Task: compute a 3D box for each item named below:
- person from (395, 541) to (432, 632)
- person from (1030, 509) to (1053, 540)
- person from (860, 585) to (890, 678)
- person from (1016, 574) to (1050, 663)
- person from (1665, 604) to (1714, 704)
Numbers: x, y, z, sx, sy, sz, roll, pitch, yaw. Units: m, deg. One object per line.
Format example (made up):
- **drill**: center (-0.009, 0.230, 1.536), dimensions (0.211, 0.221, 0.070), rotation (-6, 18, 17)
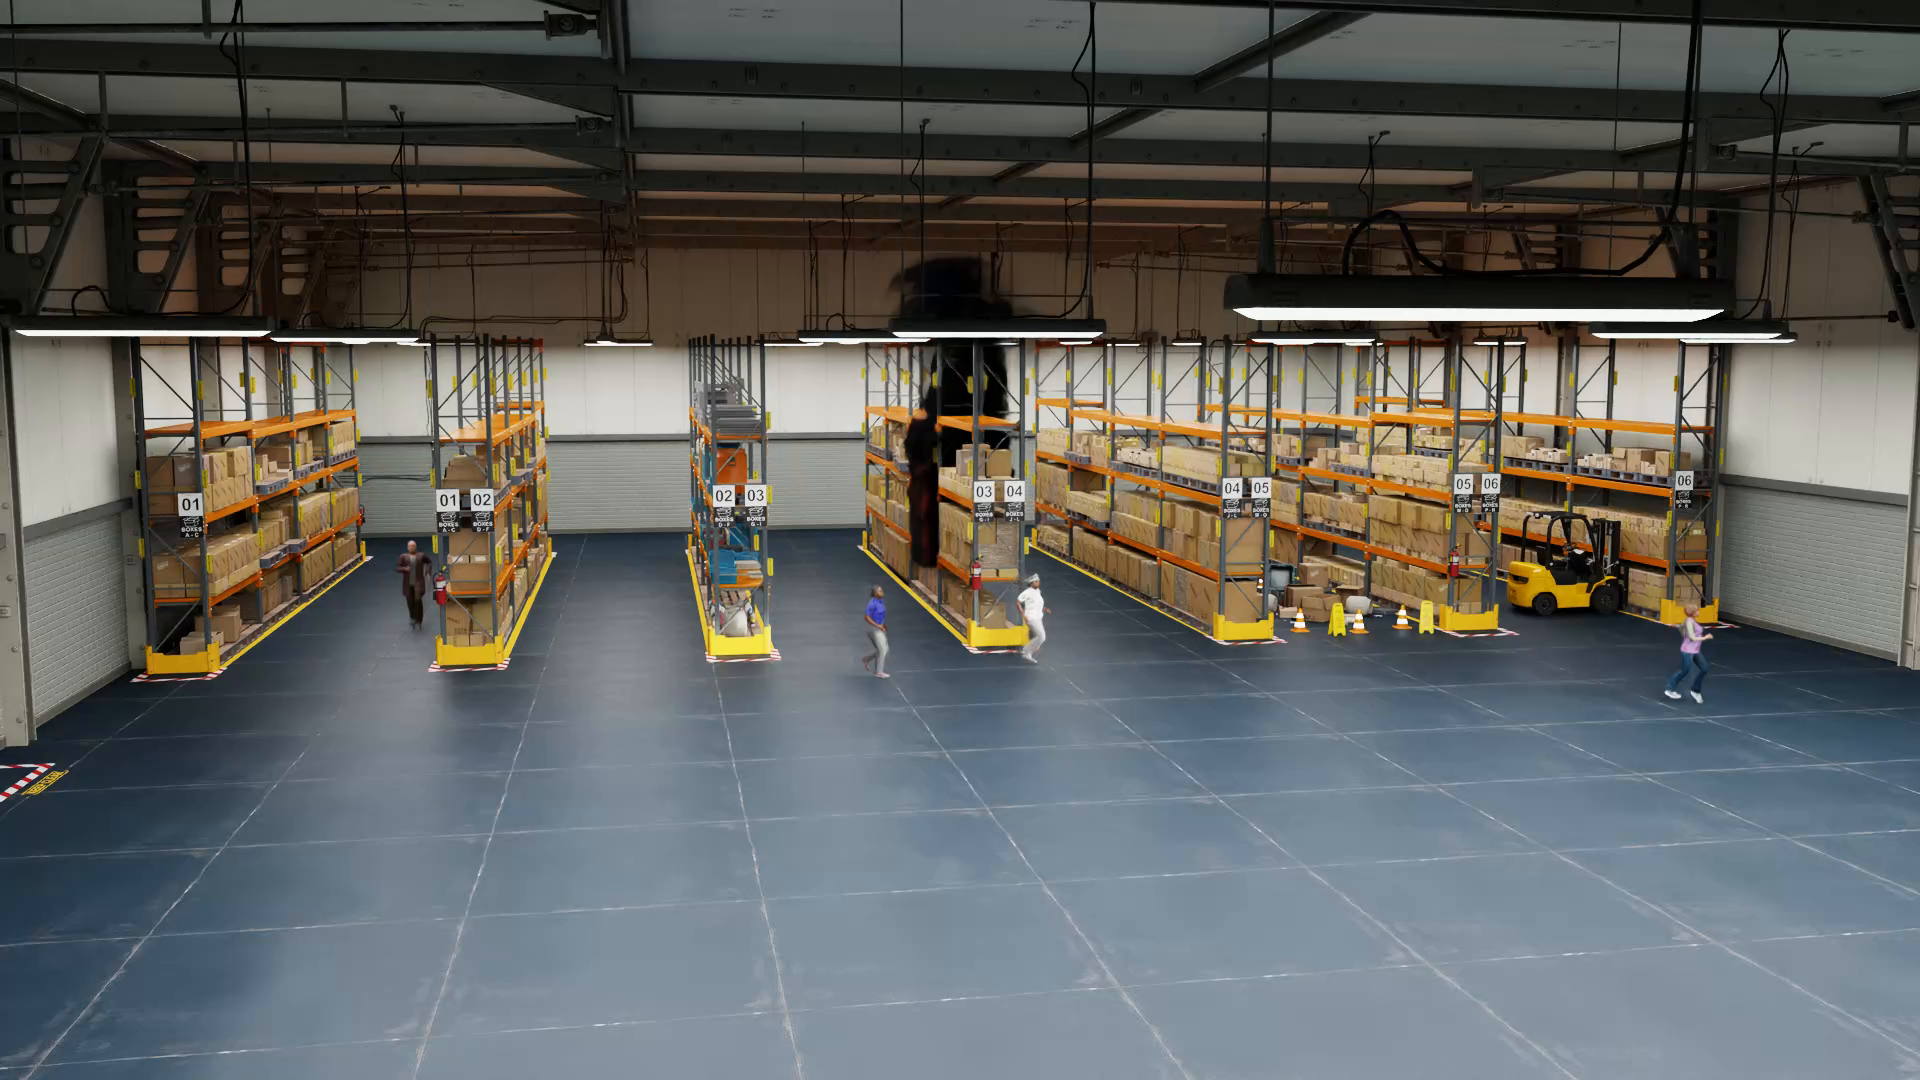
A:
- **person**: center (-11.220, 0.927, 34.162), dimensions (0.677, 1.846, 0.865), rotation (-1, 7, -9)
- **person**: center (2.507, -0.834, 49.971), dimensions (0.908, 1.645, 0.604), rotation (-3, 7, -26)
- **person**: center (-1.513, 1.594, 29.087), dimensions (0.583, 1.619, 0.587), rotation (2, 7, 18)
- **person**: center (1.386, 1.433, 30.310), dimensions (0.538, 1.643, 0.595), rotation (4, 8, 29)
- **person**: center (11.849, 1.844, 26.978), dimensions (0.702, 1.641, 0.507), rotation (5, 8, 37)
